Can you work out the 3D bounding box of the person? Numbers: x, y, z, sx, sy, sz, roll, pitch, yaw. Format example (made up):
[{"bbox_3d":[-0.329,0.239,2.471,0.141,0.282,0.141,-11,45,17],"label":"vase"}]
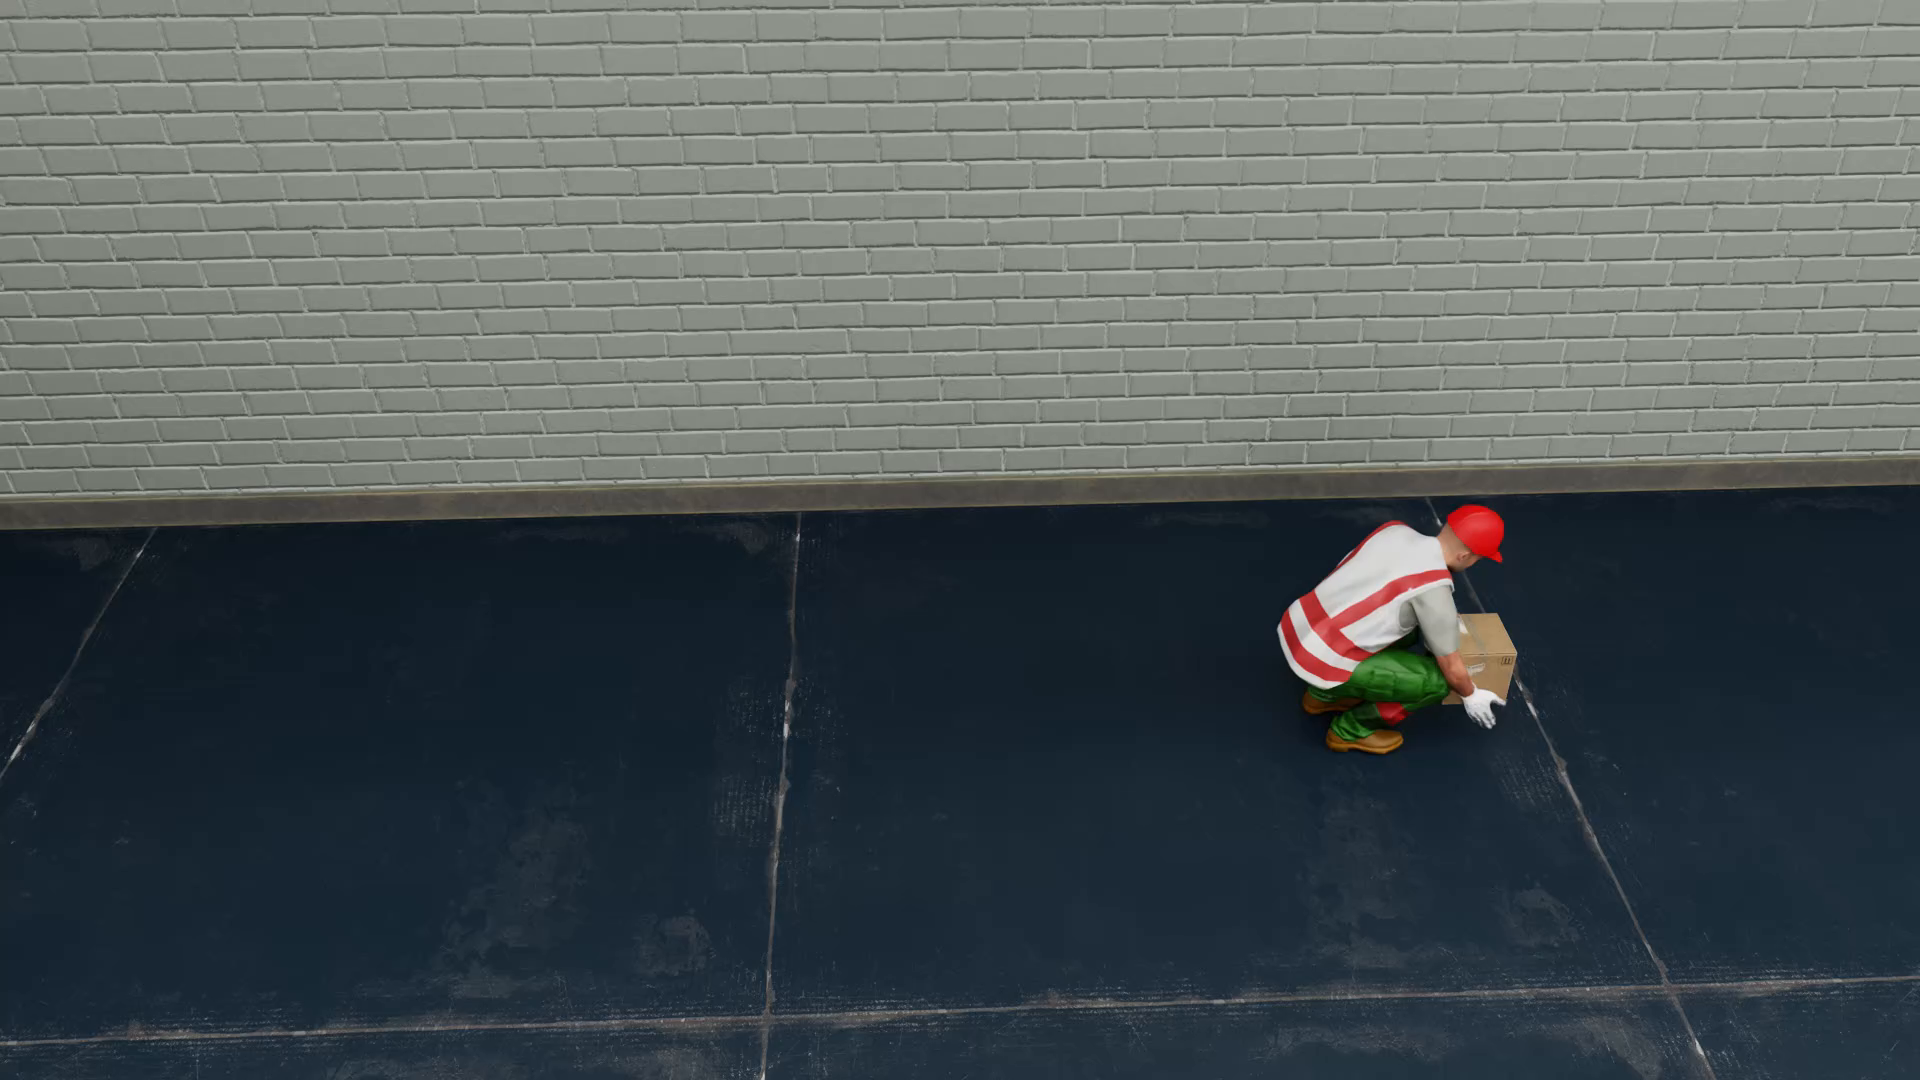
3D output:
[{"bbox_3d":[1.660,0.323,6.361,0.865,0.997,0.549,-2,35,-3],"label":"person"}]
